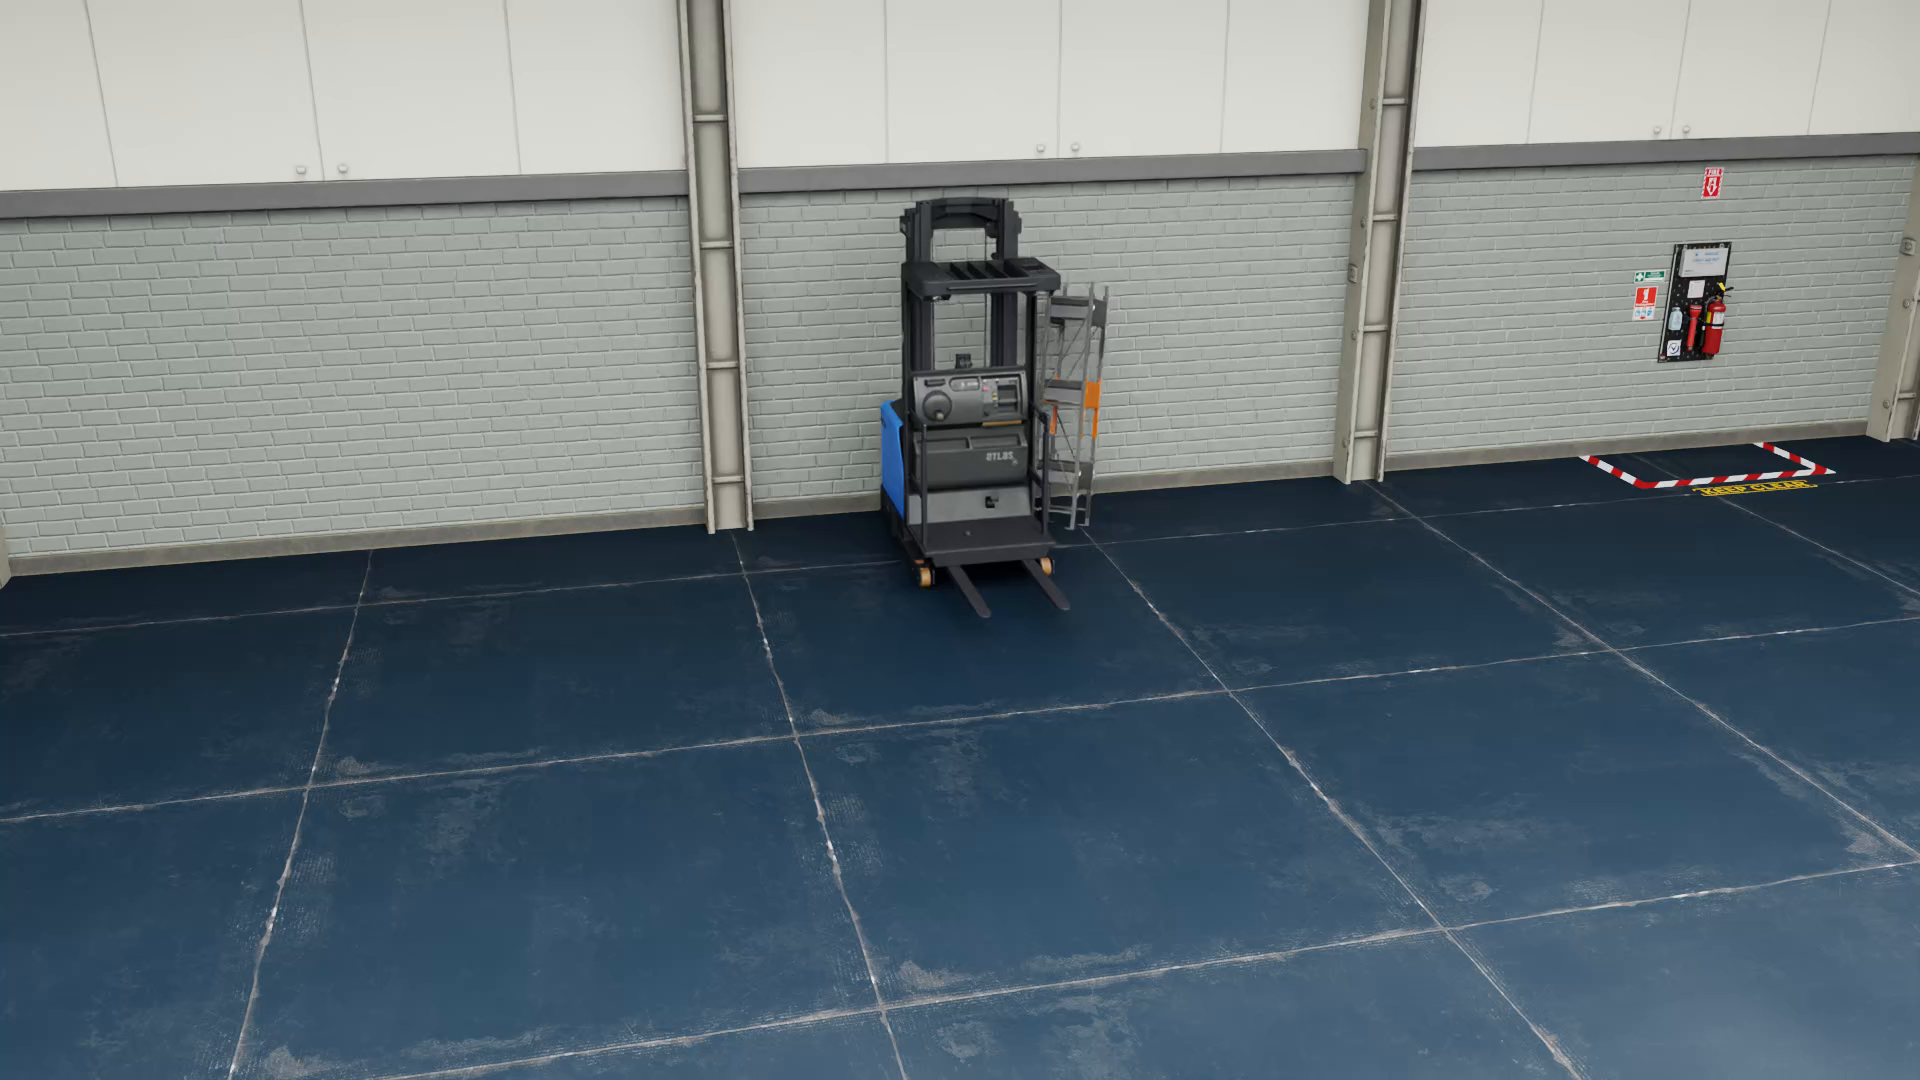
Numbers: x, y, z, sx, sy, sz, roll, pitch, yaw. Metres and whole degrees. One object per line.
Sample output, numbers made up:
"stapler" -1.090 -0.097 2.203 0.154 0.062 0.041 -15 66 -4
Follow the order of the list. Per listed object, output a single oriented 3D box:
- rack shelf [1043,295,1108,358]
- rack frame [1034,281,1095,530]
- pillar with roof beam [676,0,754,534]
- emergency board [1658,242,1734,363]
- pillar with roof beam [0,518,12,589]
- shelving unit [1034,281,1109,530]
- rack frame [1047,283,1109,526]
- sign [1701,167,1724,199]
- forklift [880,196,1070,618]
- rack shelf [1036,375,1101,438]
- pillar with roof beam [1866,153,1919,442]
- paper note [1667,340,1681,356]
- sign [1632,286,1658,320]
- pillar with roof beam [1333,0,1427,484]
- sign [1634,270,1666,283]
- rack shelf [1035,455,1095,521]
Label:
"rack shelf" 0.993 -1.847 14.281 0.431 0.518 0.480 6 6 19
"rack frame" 0.861 -1.150 14.117 0.400 2.100 0.015 6 6 19
"pillar with roof beam" -1.040 -2.907 9.168 0.400 9.000 9.100 -5 21 -12
"emergency board" 7.234 -2.298 16.228 0.643 1.169 0.194 -5 21 -12
"pillar with roof beam" -6.879 -2.432 7.872 0.400 9.000 9.100 -5 21 -12
"shelving unit" 0.941 -1.166 14.347 0.431 2.100 0.503 6 6 19
"rack frame" 1.021 -1.182 14.577 0.400 2.100 0.015 6 6 19
"sign" 7.203 -3.419 15.918 0.199 0.298 0.001 -5 21 -12
"forklift" 0.136 -1.138 13.159 1.130 2.935 3.031 -5 21 -13
"rack shelf" 0.940 -1.153 14.349 0.431 0.518 0.480 6 6 19
"pillar with roof beam" 10.638 -3.857 11.761 0.400 9.000 9.100 -5 21 -12
"paper note" 7.046 -1.894 16.404 0.142 0.148 0.016 -5 21 -12
"sign" 6.672 -2.306 16.196 0.234 0.329 0.001 -5 21 -12
"pillar with roof beam" 4.799 -3.382 10.464 0.400 9.000 9.100 -5 21 -12
"sign" 6.679 -2.552 16.098 0.331 0.109 0.001 -5 21 -12
"rack shelf" 0.886 -0.458 14.417 0.431 0.518 0.480 6 6 19
